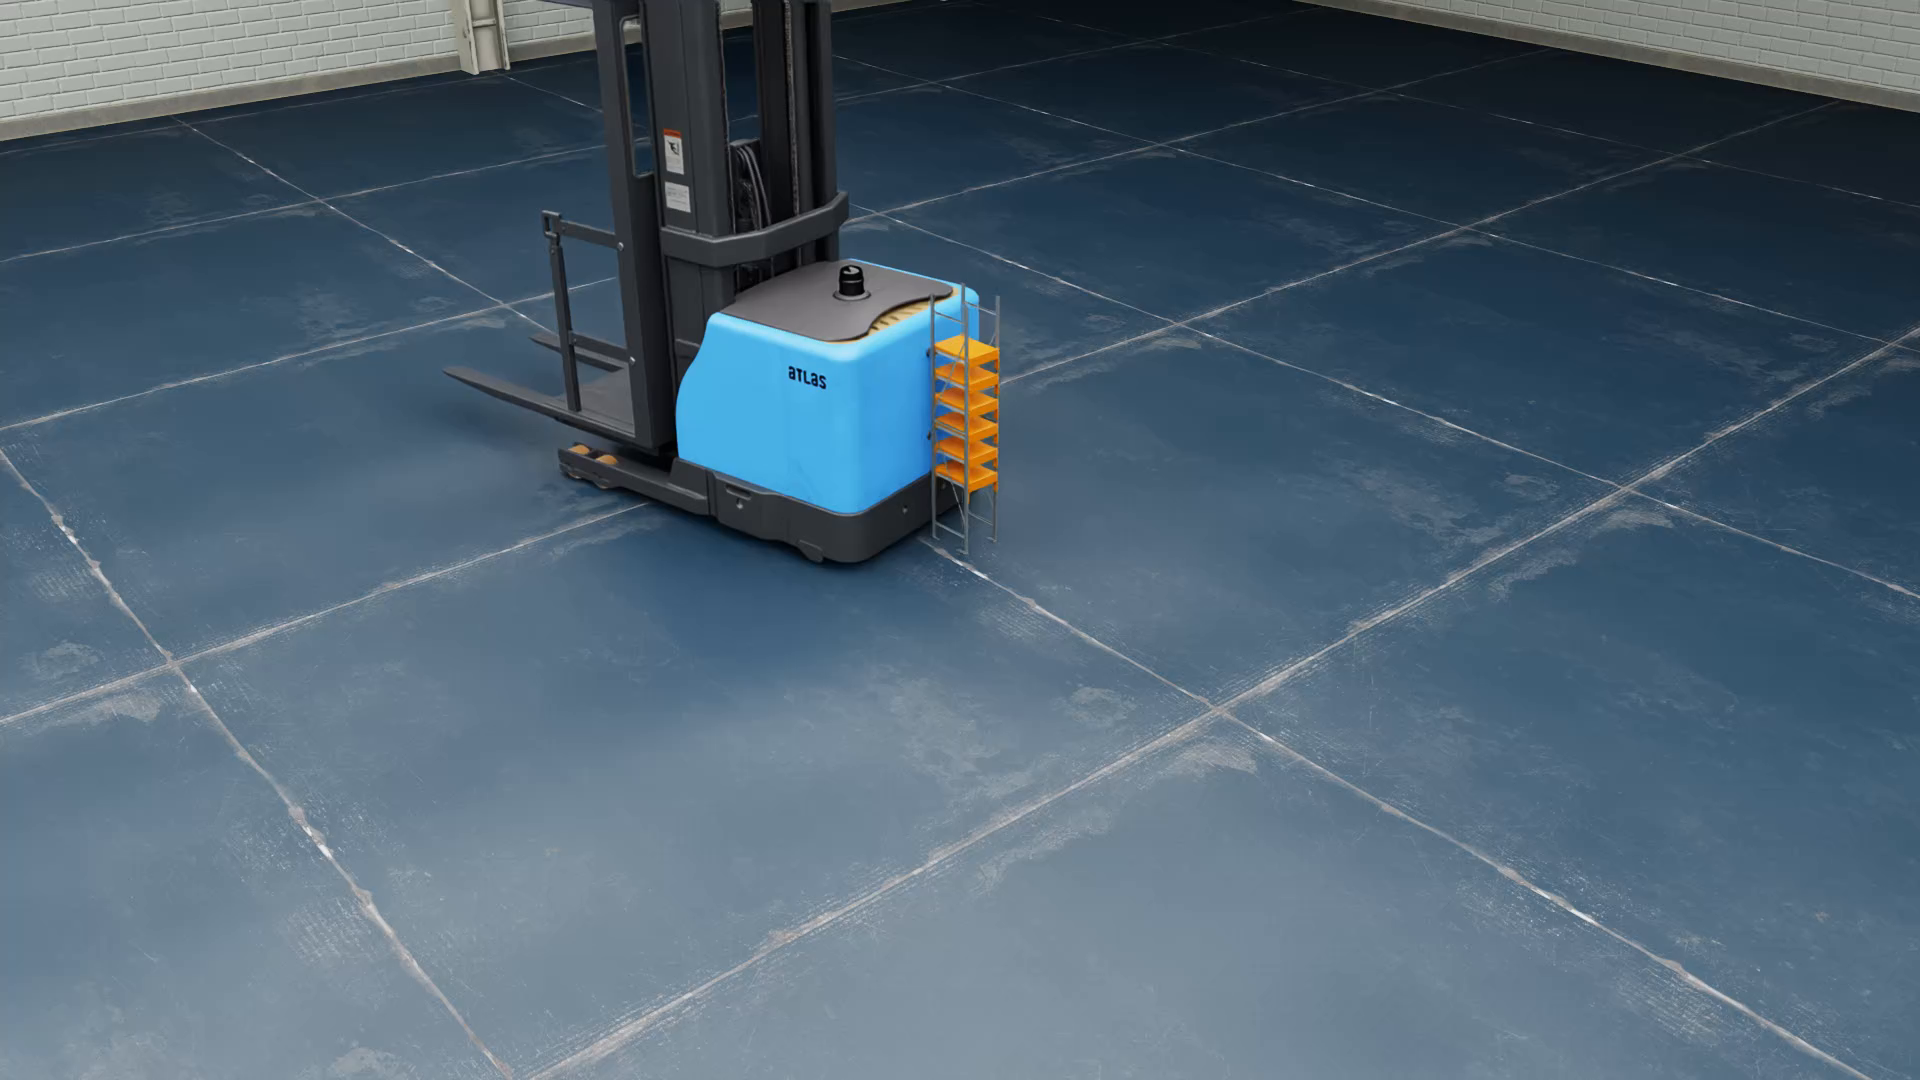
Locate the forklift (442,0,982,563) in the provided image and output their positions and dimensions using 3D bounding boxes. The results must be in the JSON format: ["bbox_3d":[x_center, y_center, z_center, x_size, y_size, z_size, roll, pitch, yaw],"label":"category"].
[{"bbox_3d":[-1.387,-1.726,7.871,3.031,2.935,1.130,19,33,31],"label":"forklift"}]

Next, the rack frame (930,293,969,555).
[{"bbox_3d":[-0.046,-0.502,7.415,0.006,1.200,0.240,-24,36,-37],"label":"rack frame"}]

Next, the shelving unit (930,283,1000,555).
[{"bbox_3d":[0.021,-0.531,7.470,0.189,1.200,0.258,-24,36,-37],"label":"shelving unit"}]

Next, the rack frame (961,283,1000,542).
[{"bbox_3d":[0.088,-0.561,7.525,0.006,1.200,0.240,-24,36,-37],"label":"rack frame"}]

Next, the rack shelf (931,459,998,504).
[{"bbox_3d":[0.020,-0.280,7.604,0.180,0.103,0.258,-24,36,-37],"label":"rack shelf"}]

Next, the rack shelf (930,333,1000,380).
[{"bbox_3d":[0.021,-0.809,7.321,0.180,0.103,0.258,-24,36,-37],"label":"rack shelf"}]

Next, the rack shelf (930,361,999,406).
[{"bbox_3d":[0.021,-0.704,7.377,0.180,0.103,0.258,-24,36,-37],"label":"rack shelf"}]

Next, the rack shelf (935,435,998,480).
[{"bbox_3d":[0.020,-0.386,7.547,0.180,0.103,0.258,-24,36,-37],"label":"rack shelf"}]

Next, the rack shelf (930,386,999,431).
[{"bbox_3d":[0.021,-0.598,7.434,0.180,0.103,0.258,-24,36,-37],"label":"rack shelf"}]

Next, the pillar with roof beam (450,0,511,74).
[{"bbox_3d":[-1.912,-7.096,11.481,0.400,9.000,9.100,-22,35,-35],"label":"pillar with roof beam"}]

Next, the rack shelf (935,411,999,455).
[{"bbox_3d":[0.020,-0.492,7.491,0.180,0.103,0.258,-24,36,-37],"label":"rack shelf"}]
